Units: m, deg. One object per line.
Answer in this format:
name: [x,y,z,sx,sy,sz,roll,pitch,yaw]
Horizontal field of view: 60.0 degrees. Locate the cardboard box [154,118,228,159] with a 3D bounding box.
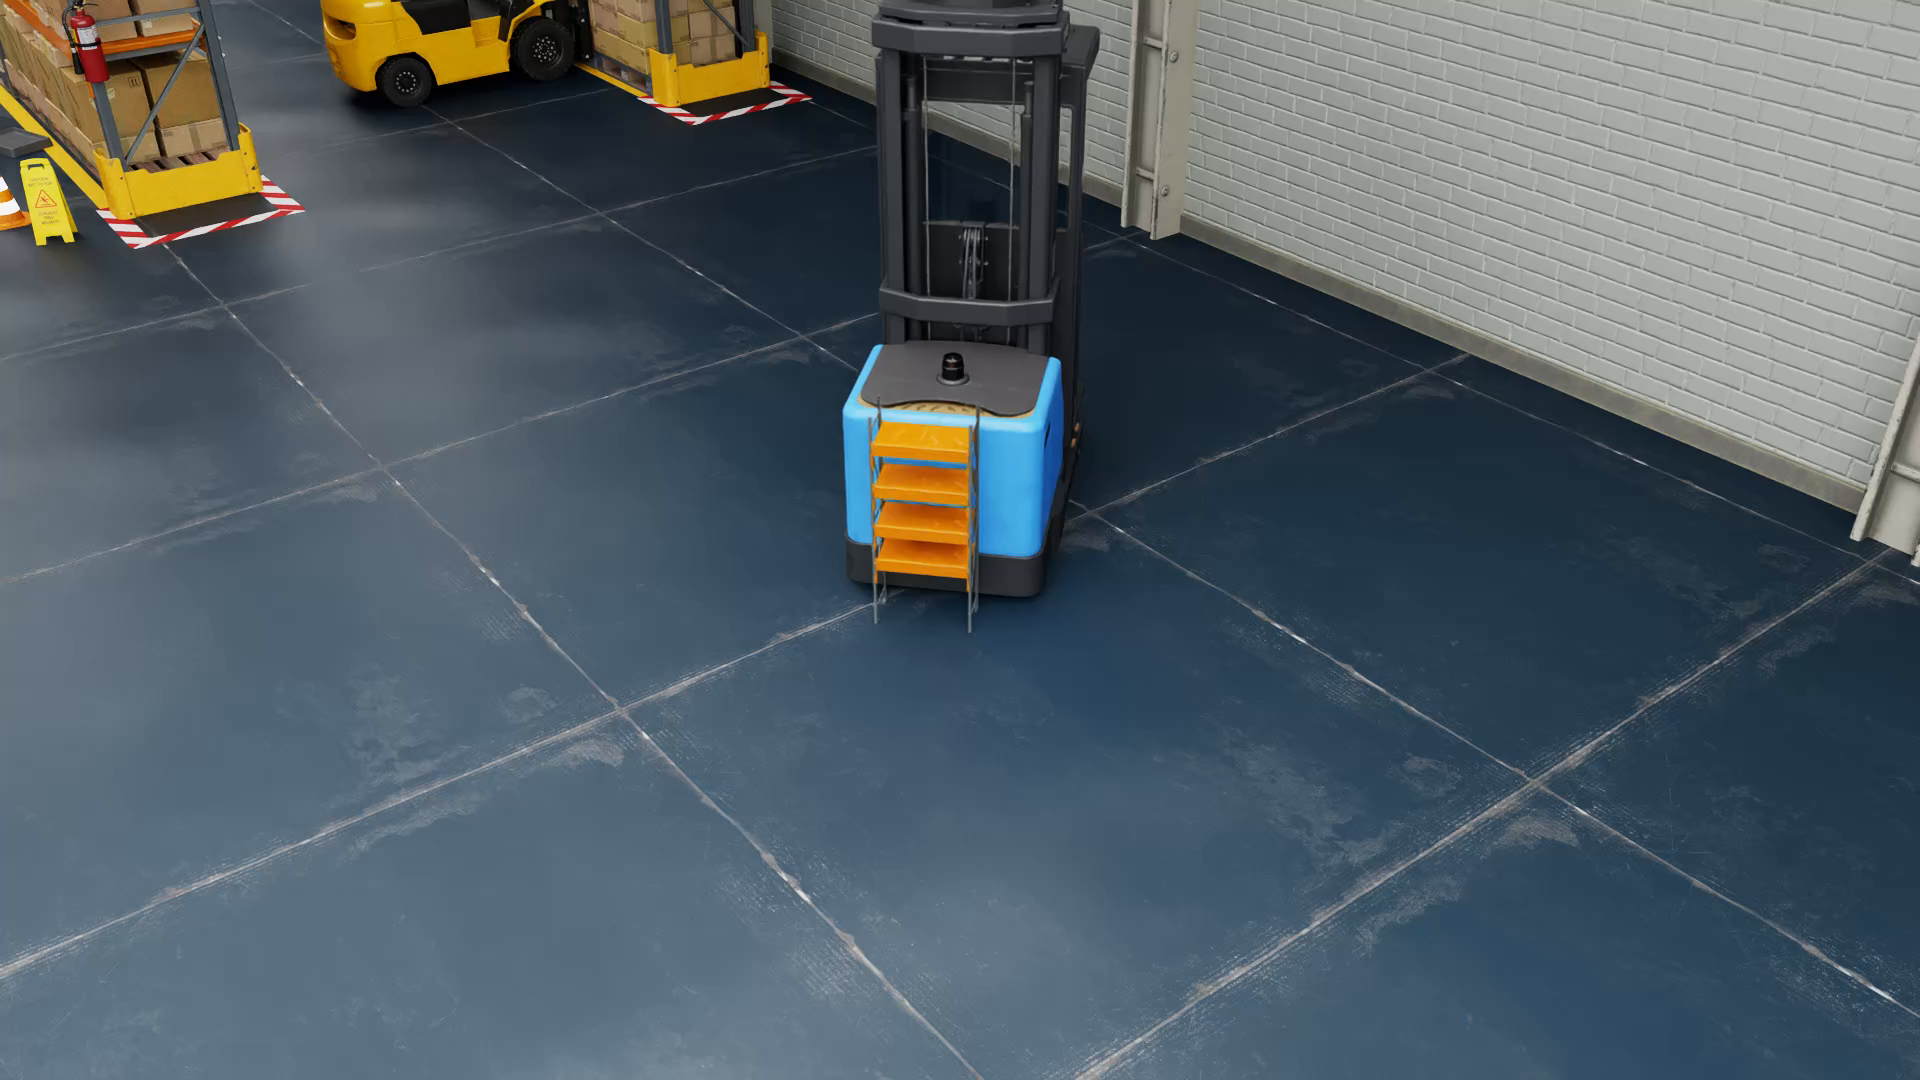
cardboard box: [-6.636,-3.505,14.258,0.500,0.250,0.500,-23,38,-32]

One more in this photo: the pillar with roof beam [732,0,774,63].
pillar with roof beam: [-5.557,-7.414,12.657,9.100,9.000,0.400,-22,38,-31]

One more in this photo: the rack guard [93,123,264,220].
rack guard: [-6.406,-3.038,13.668,1.175,0.500,0.348,-22,38,-31]

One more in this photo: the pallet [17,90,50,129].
pallet: [-8.373,-4.283,15.945,1.003,0.211,1.213,-22,38,-31]

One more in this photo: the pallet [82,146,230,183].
pallet: [-6.877,-3.266,14.308,1.003,0.211,1.213,-22,38,-31]

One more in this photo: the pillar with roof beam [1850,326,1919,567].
pillar with roof beam: [1.802,-2.412,4.605,9.100,9.000,0.400,-22,38,-31]

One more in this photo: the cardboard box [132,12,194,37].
cardboard box: [-6.405,-4.170,13.360,0.380,0.149,0.250,-22,38,-31]

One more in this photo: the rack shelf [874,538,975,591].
rack shelf: [-0.172,0.110,8.439,0.480,0.148,0.258,5,32,8]

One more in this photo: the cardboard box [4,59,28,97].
cardboard box: [-8.664,-4.413,15.720,0.500,0.250,0.500,-24,39,-33]

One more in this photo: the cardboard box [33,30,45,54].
cardboard box: [-7.647,-4.270,14.165,0.380,0.149,0.250,-21,37,-29]

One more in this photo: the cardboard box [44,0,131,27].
cardboard box: [-6.910,-4.374,13.074,0.500,0.500,0.500,-23,39,-32]

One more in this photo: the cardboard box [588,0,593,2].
cardboard box: [-3.605,-5.620,16.716,0.500,0.250,0.500,-22,38,-31]

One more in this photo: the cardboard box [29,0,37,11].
cardboard box: [-7.598,-4.559,13.985,0.380,0.149,0.250,-23,38,-32]

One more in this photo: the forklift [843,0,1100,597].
forklift: [0.149,-1.712,9.228,1.130,2.935,3.031,5,32,8]

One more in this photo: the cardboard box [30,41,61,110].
cardboard box: [-7.684,-4.076,14.467,0.500,0.500,0.500,-23,39,-32]

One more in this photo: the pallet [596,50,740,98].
pallet: [-2.943,-4.797,16.773,1.003,0.211,1.213,-22,38,-31]

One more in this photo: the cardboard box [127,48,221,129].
cardboard box: [-6.651,-3.833,14.076,0.500,0.500,0.500,-24,39,-33]

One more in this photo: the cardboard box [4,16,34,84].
cardboard box: [-8.327,-4.512,15.169,0.500,0.500,0.500,-21,37,-30]

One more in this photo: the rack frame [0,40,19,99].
rack frame: [-8.813,-5.736,15.642,1.000,3.000,0.127,-22,38,-31]

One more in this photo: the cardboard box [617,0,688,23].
cardboard box: [-2.970,-5.202,16.043,0.500,0.250,0.500,-21,37,-30]

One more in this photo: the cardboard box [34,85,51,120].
cardboard box: [-8.000,-3.974,15.013,0.500,0.250,0.500,-23,38,-32]

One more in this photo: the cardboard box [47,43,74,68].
cardboard box: [-7.335,-4.054,13.816,0.380,0.149,0.250,-21,38,-30]

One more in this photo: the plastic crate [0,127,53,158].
plastic crate: [-8.498,-3.576,14.931,0.583,0.080,0.402,18,36,27]

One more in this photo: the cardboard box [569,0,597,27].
cardboard box: [-3.619,-5.421,16.870,0.500,0.250,0.500,-23,39,-32]

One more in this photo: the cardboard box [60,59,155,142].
cardboard box: [-7.057,-3.647,13.776,0.500,0.500,0.500,-22,38,-31]

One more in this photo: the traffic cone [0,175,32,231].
traffic cone: [-7.642,-2.753,13.244,0.336,0.463,0.334,-22,38,-31]

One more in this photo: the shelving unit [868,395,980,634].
shelving unit: [-0.172,-0.115,8.298,0.503,1.200,0.258,5,32,8]

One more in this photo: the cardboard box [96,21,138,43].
cardboard box: [-6.758,-4.049,13.164,0.380,0.149,0.250,-21,37,-30]

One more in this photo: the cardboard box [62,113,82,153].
cardboard box: [-7.379,-3.547,14.326,0.500,0.250,0.500,-22,38,-31]

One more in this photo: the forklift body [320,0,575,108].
forklift body: [-5.045,-5.516,16.092,2.313,2.155,1.214,-22,38,-31]

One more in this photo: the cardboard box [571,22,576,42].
cardboard box: [-3.912,-5.411,17.327,0.500,0.250,0.500,-21,38,-30]

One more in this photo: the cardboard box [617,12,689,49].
cardboard box: [-2.987,-5.000,16.192,0.500,0.250,0.500,-23,38,-32]

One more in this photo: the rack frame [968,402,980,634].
rack frame: [0.068,-0.094,8.264,0.015,1.200,0.240,5,32,8]

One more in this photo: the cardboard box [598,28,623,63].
cardboard box: [-3.276,-4.990,16.650,0.500,0.250,0.500,-22,38,-31]

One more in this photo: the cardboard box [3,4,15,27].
cardboard box: [-8.318,-4.722,14.892,0.380,0.149,0.250,-21,37,-30]

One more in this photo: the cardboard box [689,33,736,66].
cardboard box: [-2.588,-4.954,16.592,0.500,0.250,0.500,-22,38,-31]

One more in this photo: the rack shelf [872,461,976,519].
rack shelf: [-0.172,-0.248,8.215,0.480,0.148,0.258,5,32,8]

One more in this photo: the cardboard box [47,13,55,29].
cardboard box: [-7.141,-4.232,13.459,0.380,0.149,0.250,-23,39,-32]
